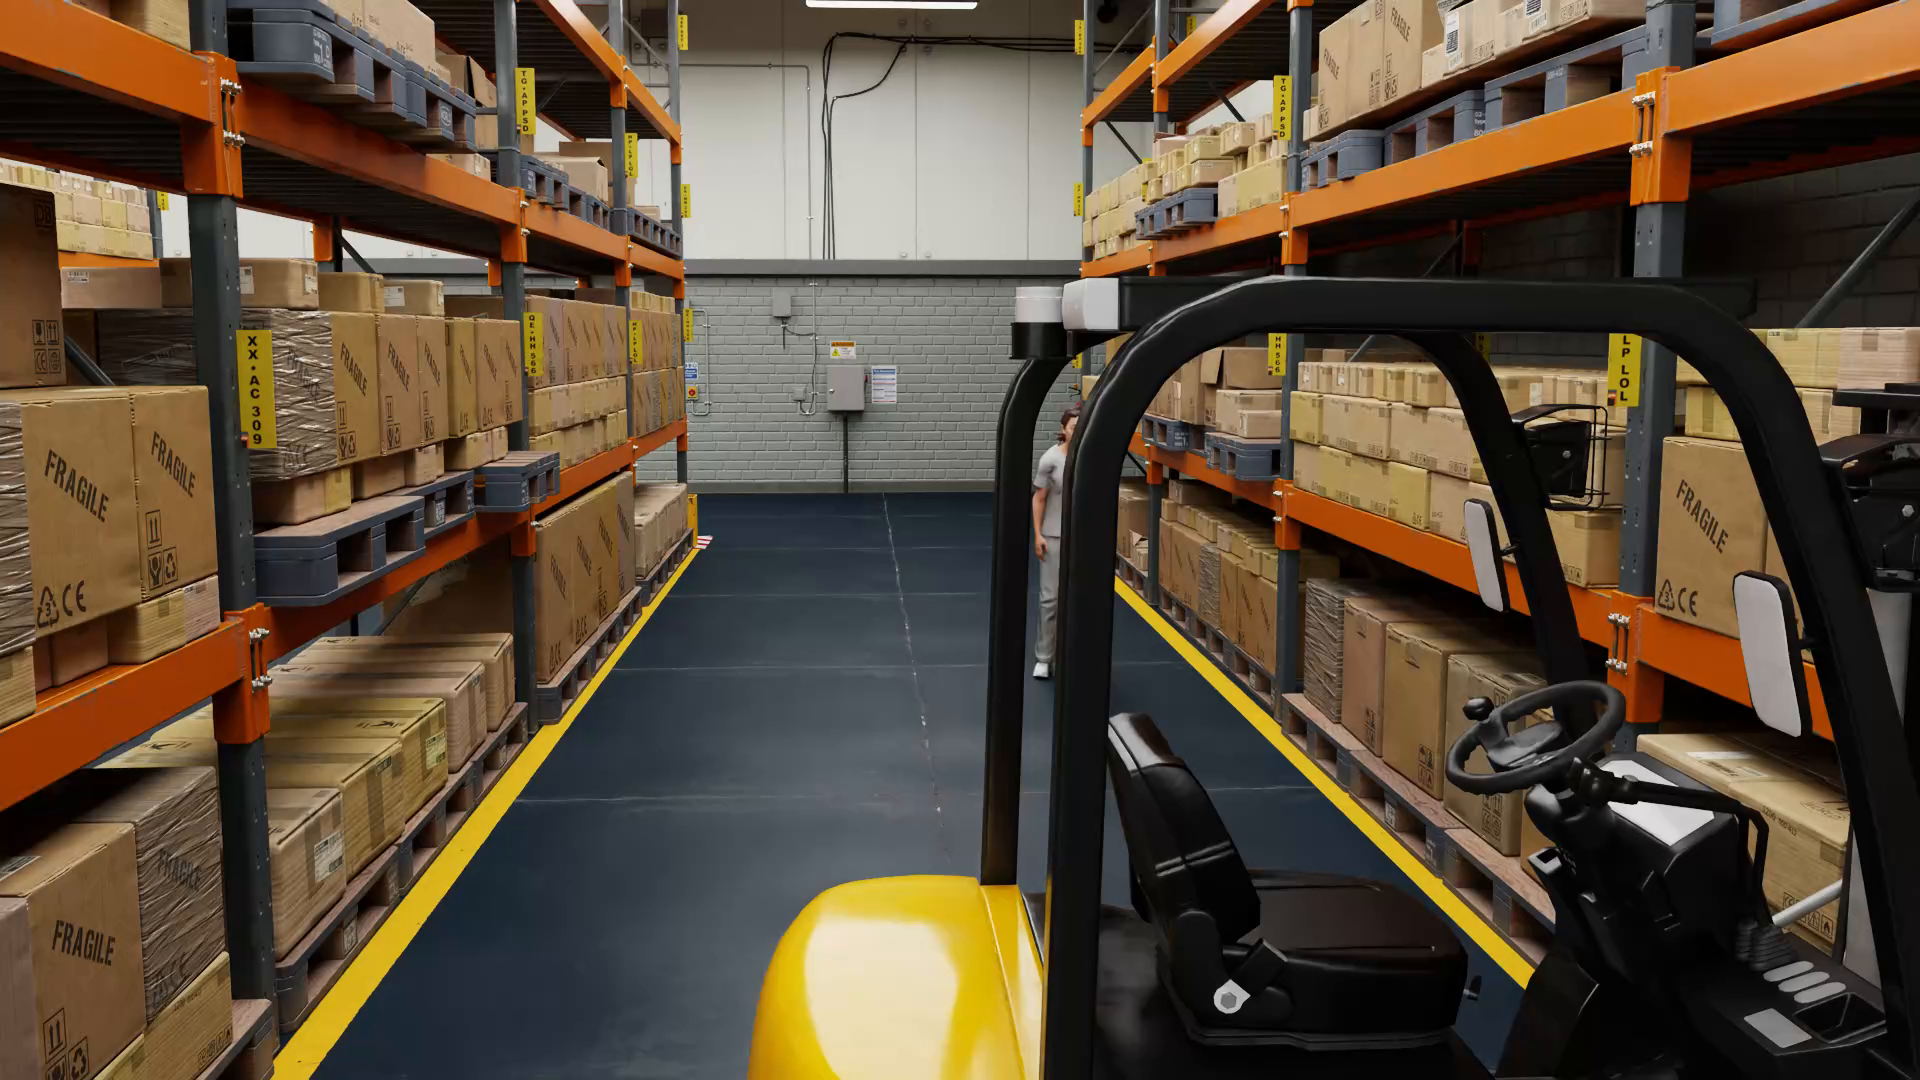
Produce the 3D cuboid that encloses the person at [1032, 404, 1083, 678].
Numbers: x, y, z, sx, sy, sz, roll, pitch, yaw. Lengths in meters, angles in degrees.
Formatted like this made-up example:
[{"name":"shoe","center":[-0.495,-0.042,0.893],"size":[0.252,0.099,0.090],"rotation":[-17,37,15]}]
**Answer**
[{"name":"person","center":[0.682,0.002,10.240],"size":[0.489,1.673,0.361],"rotation":[-1,7,-7]}]
